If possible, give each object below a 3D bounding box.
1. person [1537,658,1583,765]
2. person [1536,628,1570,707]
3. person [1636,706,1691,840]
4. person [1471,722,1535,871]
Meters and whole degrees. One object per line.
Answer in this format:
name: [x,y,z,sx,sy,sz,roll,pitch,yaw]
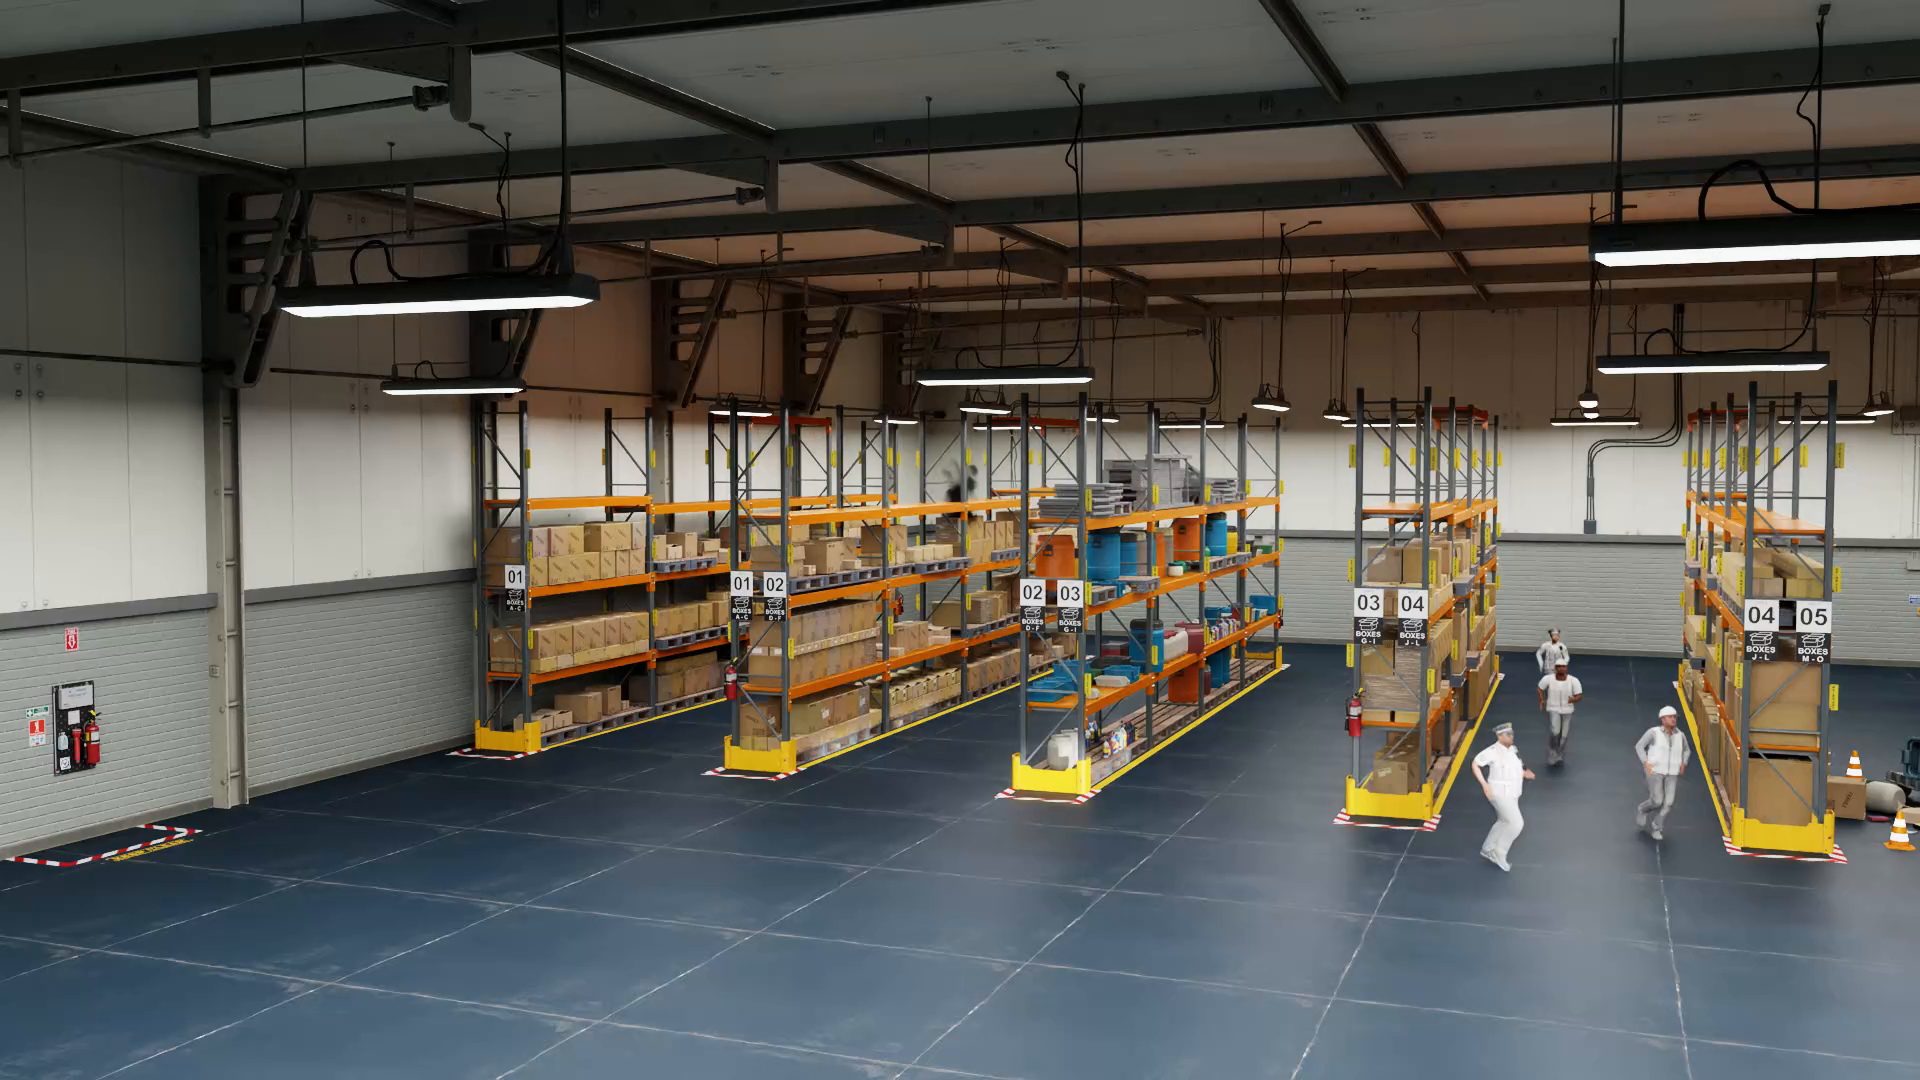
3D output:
person: [9.785,2.802,27.090,0.677,1.749,0.667,1,3,12]
person: [11.742,2.567,32.877,0.599,1.657,0.562,0,3,10]
person: [9.355,3.081,22.106,0.704,1.755,0.545,0,3,-1]
person: [6.693,3.132,20.366,0.638,1.810,0.715,-3,4,-44]
